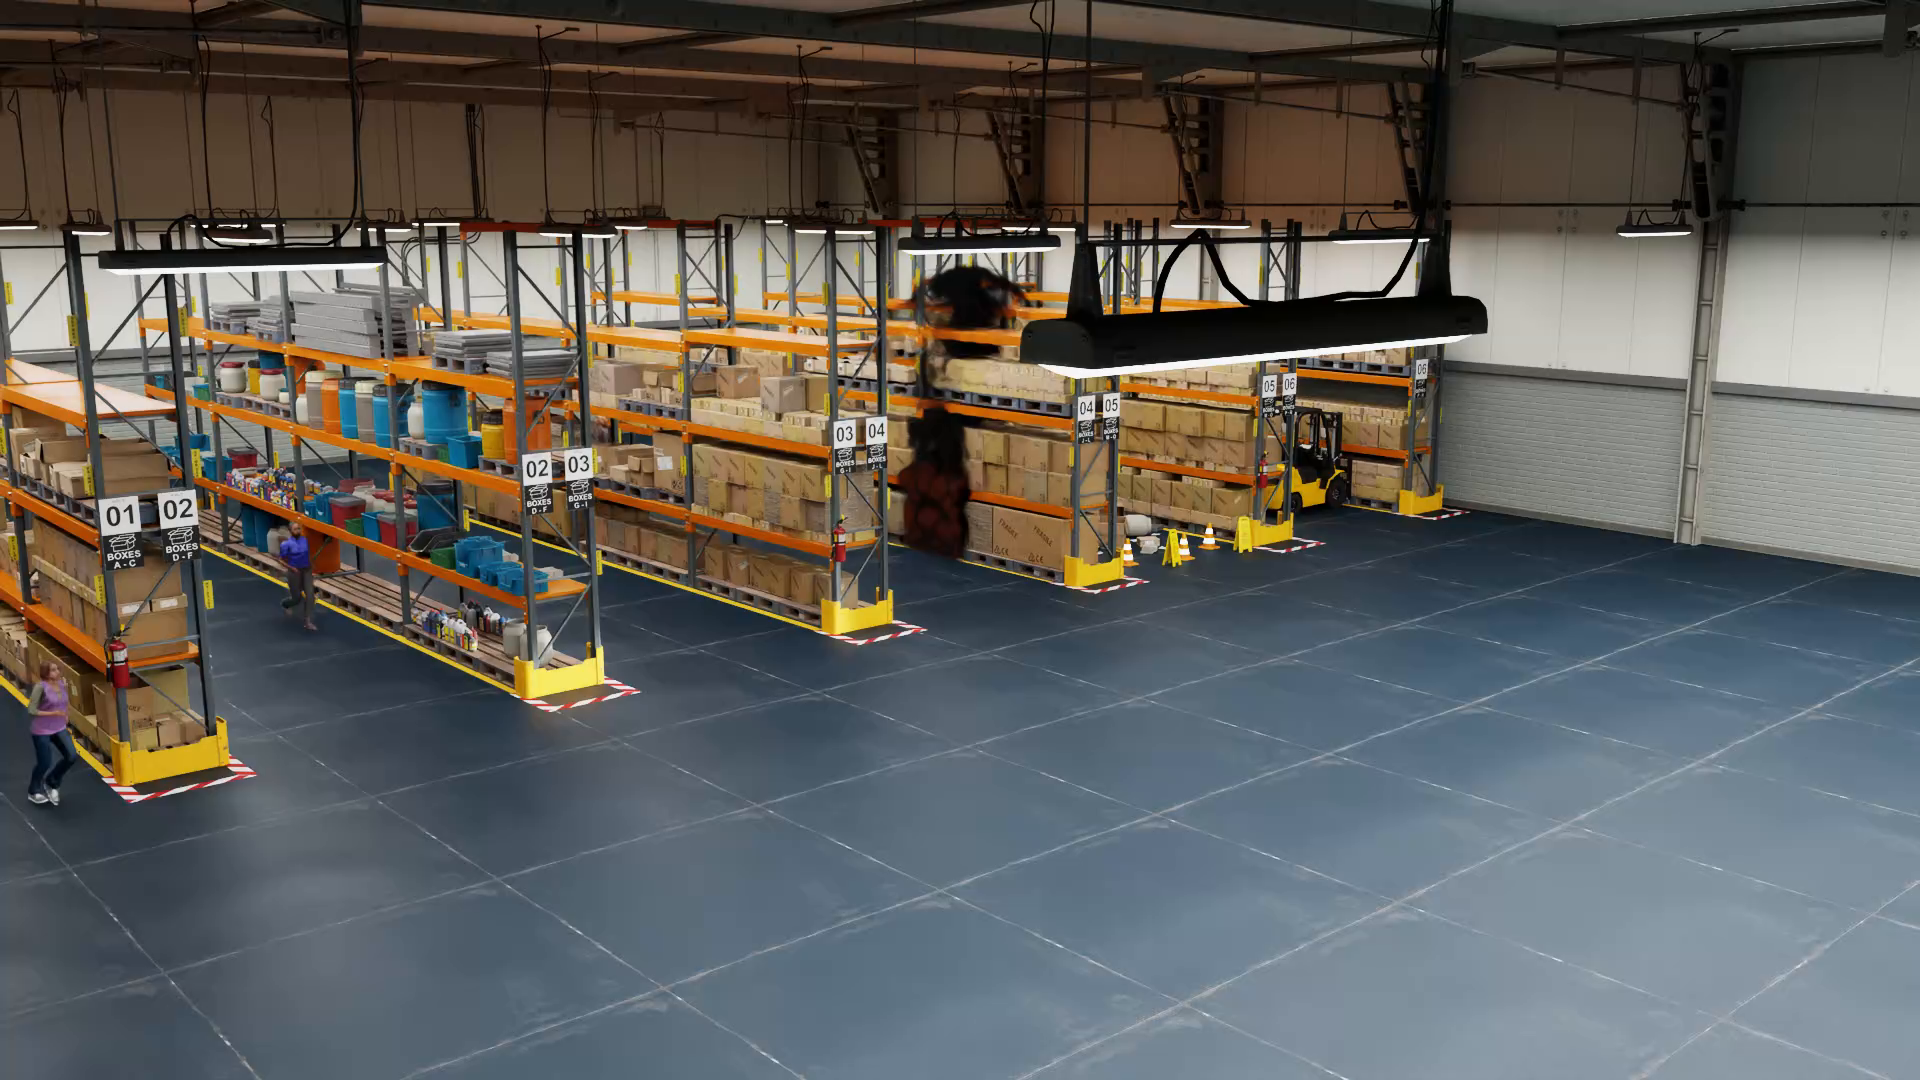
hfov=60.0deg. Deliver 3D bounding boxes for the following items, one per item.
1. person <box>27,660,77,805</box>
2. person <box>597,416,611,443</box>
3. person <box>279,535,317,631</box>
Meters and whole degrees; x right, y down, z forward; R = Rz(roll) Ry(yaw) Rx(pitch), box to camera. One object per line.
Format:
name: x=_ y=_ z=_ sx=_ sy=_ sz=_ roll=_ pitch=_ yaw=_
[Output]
person: x=-9.660 y=2.050 z=17.750 sx=0.634 sy=1.580 sz=0.540 roll=5 pitch=12 yaw=23
person: x=-7.951 y=-1.941 z=37.118 sx=0.751 sy=1.739 sz=0.661 roll=-10 pitch=15 yaw=-40
person: x=-10.024 y=0.629 z=25.197 sx=0.782 sy=1.435 sz=0.541 roll=9 pitch=15 yaw=38
